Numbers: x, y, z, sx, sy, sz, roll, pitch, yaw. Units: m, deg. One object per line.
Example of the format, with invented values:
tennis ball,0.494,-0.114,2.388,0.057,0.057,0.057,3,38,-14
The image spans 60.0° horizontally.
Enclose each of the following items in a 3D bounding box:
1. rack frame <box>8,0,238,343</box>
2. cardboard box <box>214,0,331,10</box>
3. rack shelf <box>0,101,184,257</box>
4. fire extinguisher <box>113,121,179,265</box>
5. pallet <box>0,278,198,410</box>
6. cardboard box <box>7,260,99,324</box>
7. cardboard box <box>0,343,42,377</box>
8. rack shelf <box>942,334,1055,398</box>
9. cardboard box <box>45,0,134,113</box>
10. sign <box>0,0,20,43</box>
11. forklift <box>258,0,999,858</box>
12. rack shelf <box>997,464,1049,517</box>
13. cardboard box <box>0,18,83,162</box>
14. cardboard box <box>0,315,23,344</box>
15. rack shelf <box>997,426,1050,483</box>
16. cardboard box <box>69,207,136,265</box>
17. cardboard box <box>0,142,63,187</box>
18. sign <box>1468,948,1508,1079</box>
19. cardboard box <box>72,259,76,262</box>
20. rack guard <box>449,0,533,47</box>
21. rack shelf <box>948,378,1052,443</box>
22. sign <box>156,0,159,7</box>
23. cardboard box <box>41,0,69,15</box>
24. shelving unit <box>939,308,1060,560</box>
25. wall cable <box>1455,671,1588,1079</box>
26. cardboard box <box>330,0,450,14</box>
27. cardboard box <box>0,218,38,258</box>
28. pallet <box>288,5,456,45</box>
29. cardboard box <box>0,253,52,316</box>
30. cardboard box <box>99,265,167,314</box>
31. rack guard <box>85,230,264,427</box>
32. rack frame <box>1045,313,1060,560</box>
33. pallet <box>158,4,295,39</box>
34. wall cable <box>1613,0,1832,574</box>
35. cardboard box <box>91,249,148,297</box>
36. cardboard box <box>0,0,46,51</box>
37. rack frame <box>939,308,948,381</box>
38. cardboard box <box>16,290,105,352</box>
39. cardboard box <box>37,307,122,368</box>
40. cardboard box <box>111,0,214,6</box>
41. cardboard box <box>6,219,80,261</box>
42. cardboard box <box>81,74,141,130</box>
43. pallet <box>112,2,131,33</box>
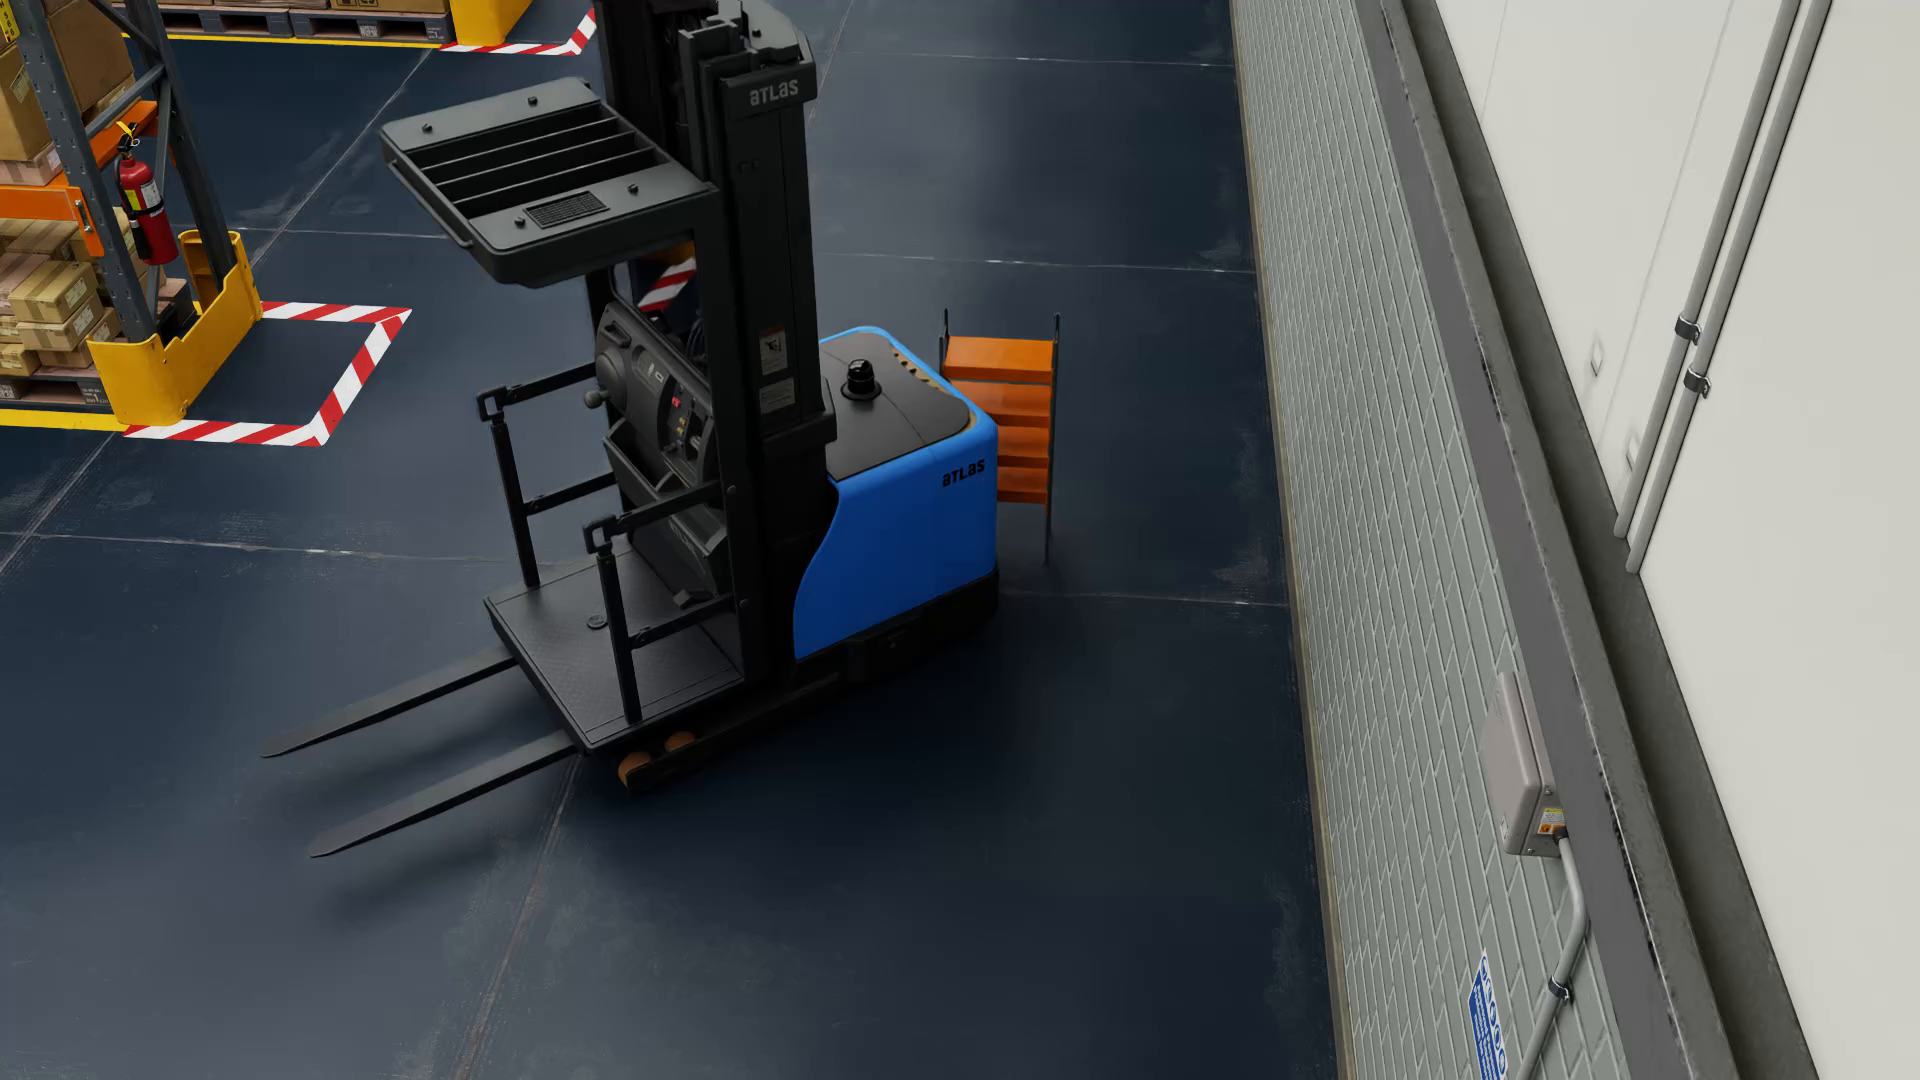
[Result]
rack frame,-4.120,-2.123,8.152,0.127,3.000,1.000,3,39,4
cardboard box,-5.142,-4.610,12.558,0.875,0.875,0.875,3,39,4
rack shelf,-6.112,-1.953,8.513,4.000,0.370,1.077,3,39,4
fire extinguisher,-3.909,-1.644,7.921,0.183,0.674,0.296,3,39,4
pallet,-5.002,-1.112,9.119,1.213,0.211,1.003,3,39,4
cardboard box,-4.669,-1.280,8.571,0.250,0.149,0.380,4,39,4
cardboard box,-4.927,-1.028,8.733,0.250,0.149,0.380,4,39,5
rack shelf,0.173,-0.764,7.286,0.480,0.148,0.258,3,39,4
cardboard box,-4.543,-2.475,8.270,0.500,0.500,0.500,5,39,6
sign,-4.188,-2.346,7.259,0.005,0.325,0.100,3,39,4
forklift,-1.332,-0.507,6.221,3.031,2.935,1.130,-23,45,-26
rack shelf,0.173,-0.253,7.702,0.480,0.148,0.258,3,39,4
cardboard box,-4.590,-2.139,7.858,0.500,0.500,0.500,4,39,5
cardboard box,-4.926,-1.193,8.700,0.250,0.149,0.380,2,39,3
rack shelf,0.173,-0.407,7.577,0.480,0.148,0.258,3,39,4
cardboard box,-4.613,-1.653,9.029,0.250,0.149,0.380,1,39,2
cardboard box,-4.469,-1.865,8.035,0.250,0.149,0.380,3,39,4
sign,1.239,1.157,3.909,0.001,0.218,0.327,3,39,4
cardboard box,-4.888,-1.536,9.121,0.250,0.149,0.380,3,39,4
rack guard,-3.567,-4.266,12.765,0.348,0.500,1.175,3,39,4
rack shelf,0.173,-0.581,7.435,0.480,0.148,0.258,3,39,4
sign,-4.073,-2.800,8.298,0.005,0.325,0.100,3,39,4
cardboard box,-4.544,-2.856,7.946,0.500,0.500,0.500,3,39,4
shelving unit,0.173,-0.459,7.534,0.503,1.200,0.258,3,39,4
wall cable,1.173,0.882,3.631,0.123,1.953,0.585,3,39,4
cardboard box,-4.236,-4.560,12.497,0.875,0.875,0.875,3,39,4
cardboard box,-5.138,-1.687,9.071,0.250,0.149,0.380,3,39,4
pallet,-4.395,-4.149,12.851,1.213,0.211,1.003,3,39,4
cardboard box,-4.915,-1.330,8.633,0.250,0.149,0.380,4,39,5
cardboard box,-4.614,-1.410,9.202,0.250,0.149,0.380,4,39,5
rack guard,-4.196,-1.157,8.946,0.348,0.500,1.175,3,39,4
rack frame,0.416,-0.445,7.517,0.015,1.200,0.240,3,39,4
pallet,-5.607,-4.218,12.935,1.213,0.211,1.003,3,39,4
wall cable,1.245,-1.198,2.264,0.029,3.000,0.463,3,39,4
cardboard box,-4.620,-1.485,9.059,0.250,0.149,0.380,5,39,6
cardboard box,-4.597,-2.533,7.550,0.500,0.500,0.500,2,39,3
rack frame,-0.070,-0.473,7.551,0.015,1.200,0.240,3,39,4
cardboard box,-4.670,-1.145,8.641,0.250,0.149,0.380,2,39,3
cardboard box,-4.662,-1.077,8.794,0.250,0.149,0.380,4,39,5
cardboard box,-6.029,-4.658,12.617,0.875,0.875,0.875,3,39,4
cardboard box,-4.898,-1.592,8.955,0.250,0.149,0.380,4,39,5
cardboard box,-4.414,-2.249,8.506,0.250,0.149,0.380,3,39,3
pallet,-6.825,-4.282,13.014,1.213,0.211,1.003,3,39,4
